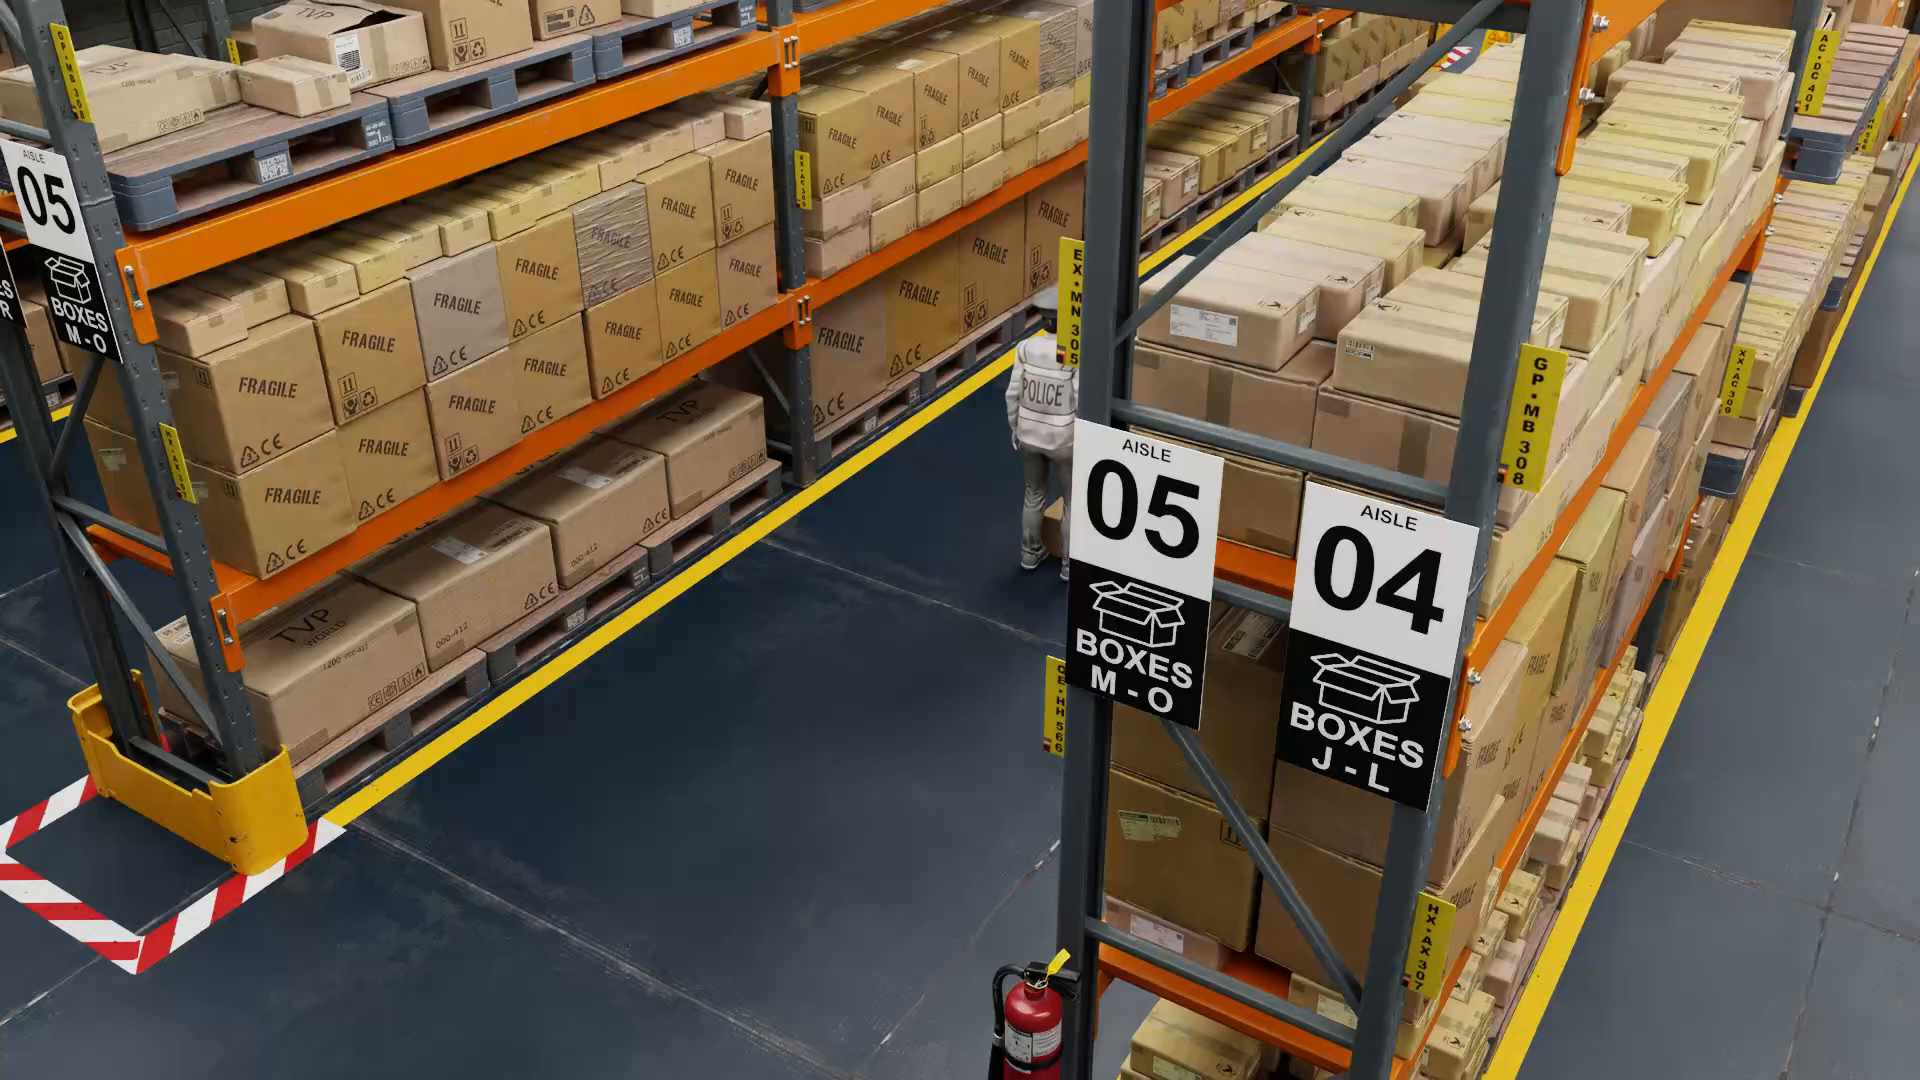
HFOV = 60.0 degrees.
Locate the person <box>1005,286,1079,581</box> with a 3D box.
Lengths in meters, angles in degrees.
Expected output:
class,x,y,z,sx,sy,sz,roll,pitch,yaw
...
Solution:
class,x,y,z,sx,sy,sz,roll,pitch,yaw
person,0.509,-0.561,9.126,0.533,1.661,0.374,16,34,25
